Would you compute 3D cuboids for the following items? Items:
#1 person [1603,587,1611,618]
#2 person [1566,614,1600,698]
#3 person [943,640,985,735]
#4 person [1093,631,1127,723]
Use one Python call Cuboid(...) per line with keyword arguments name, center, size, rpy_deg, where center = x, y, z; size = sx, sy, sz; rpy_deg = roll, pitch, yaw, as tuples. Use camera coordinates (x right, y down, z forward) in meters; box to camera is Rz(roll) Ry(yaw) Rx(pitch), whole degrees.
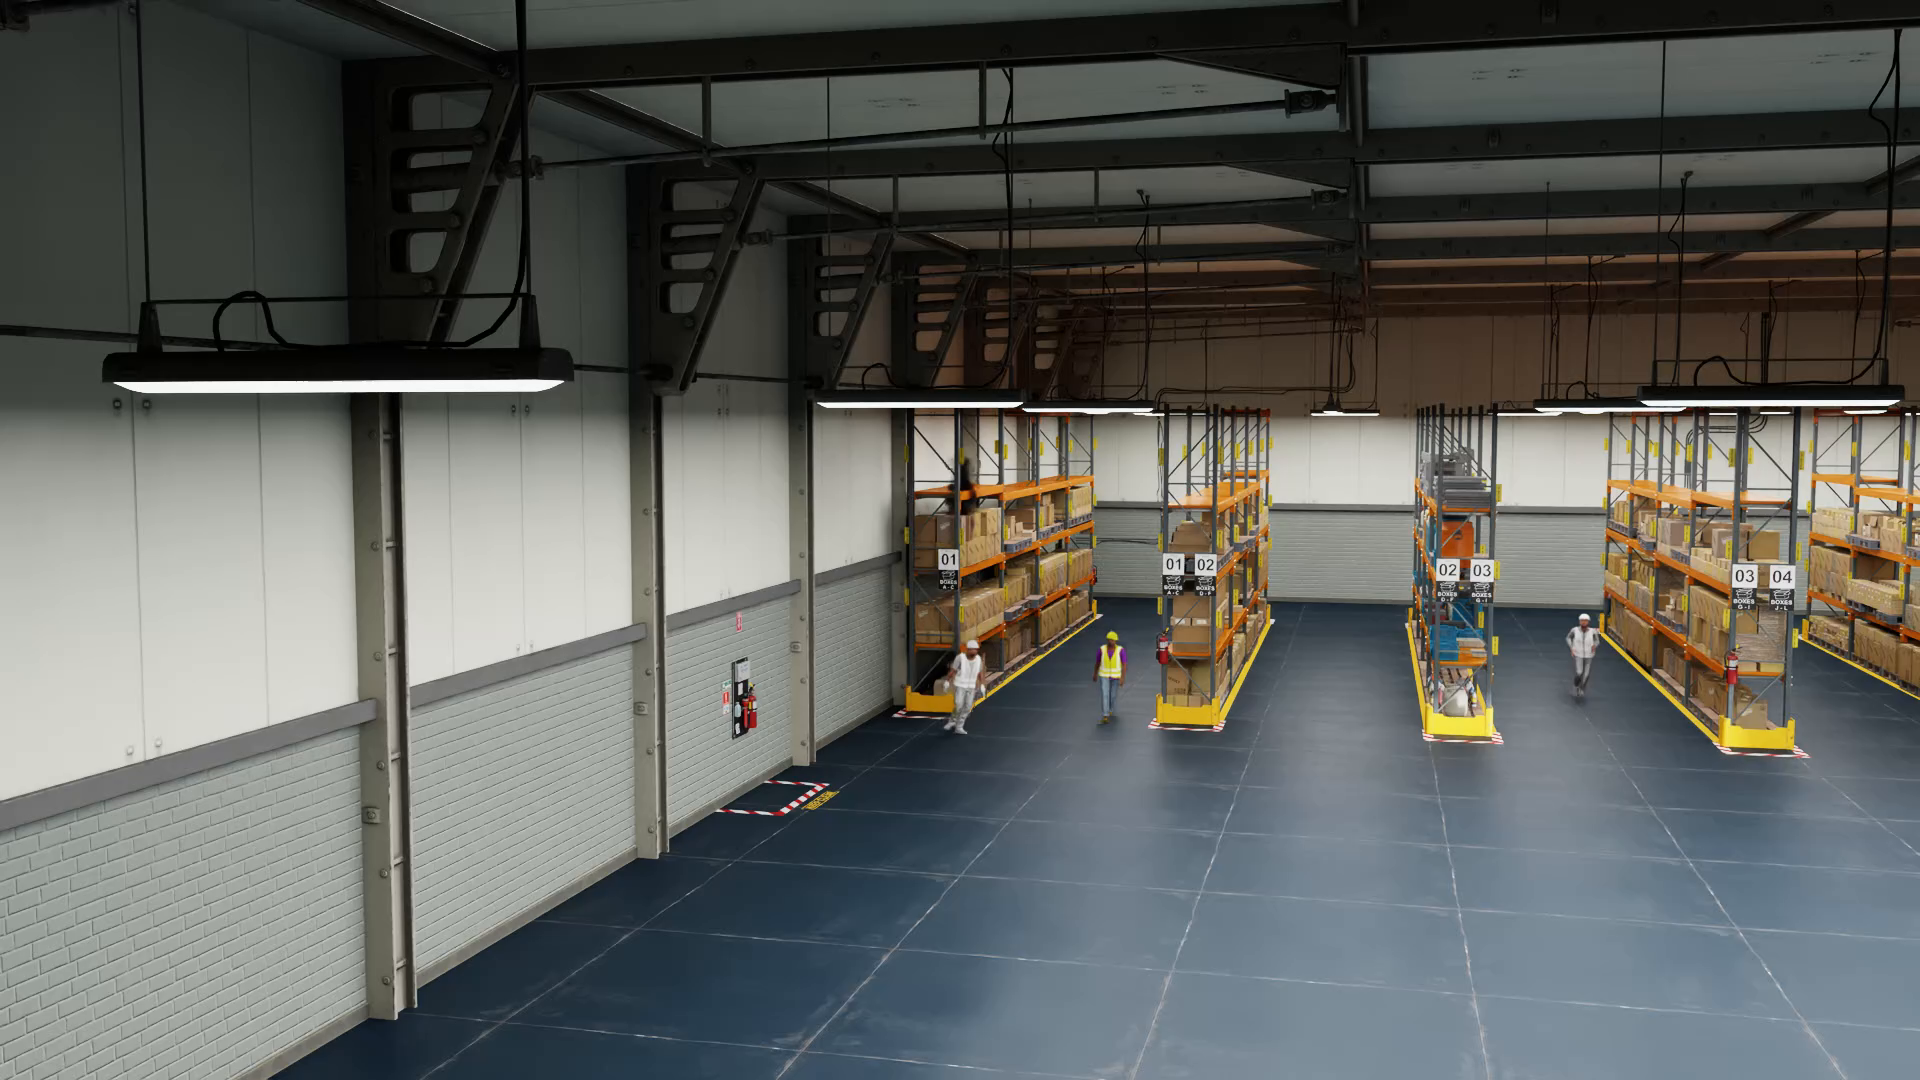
Cuboid(name="person", center=(18.111, 1.618, 46.105), size=(0.598, 1.531, 0.500), rpy_deg=(-2, 5, -24))
Cuboid(name="person", center=(12.754, 2.367, 34.024), size=(0.627, 1.732, 0.740), rpy_deg=(1, 4, 11))
Cuboid(name="person", center=(0.084, 2.665, 30.108), size=(0.697, 1.739, 0.603), rpy_deg=(-2, 5, -27))
Cuboid(name="person", center=(2.848, 2.576, 31.445), size=(0.617, 1.705, 1.102), rpy_deg=(0, 4, 0))
